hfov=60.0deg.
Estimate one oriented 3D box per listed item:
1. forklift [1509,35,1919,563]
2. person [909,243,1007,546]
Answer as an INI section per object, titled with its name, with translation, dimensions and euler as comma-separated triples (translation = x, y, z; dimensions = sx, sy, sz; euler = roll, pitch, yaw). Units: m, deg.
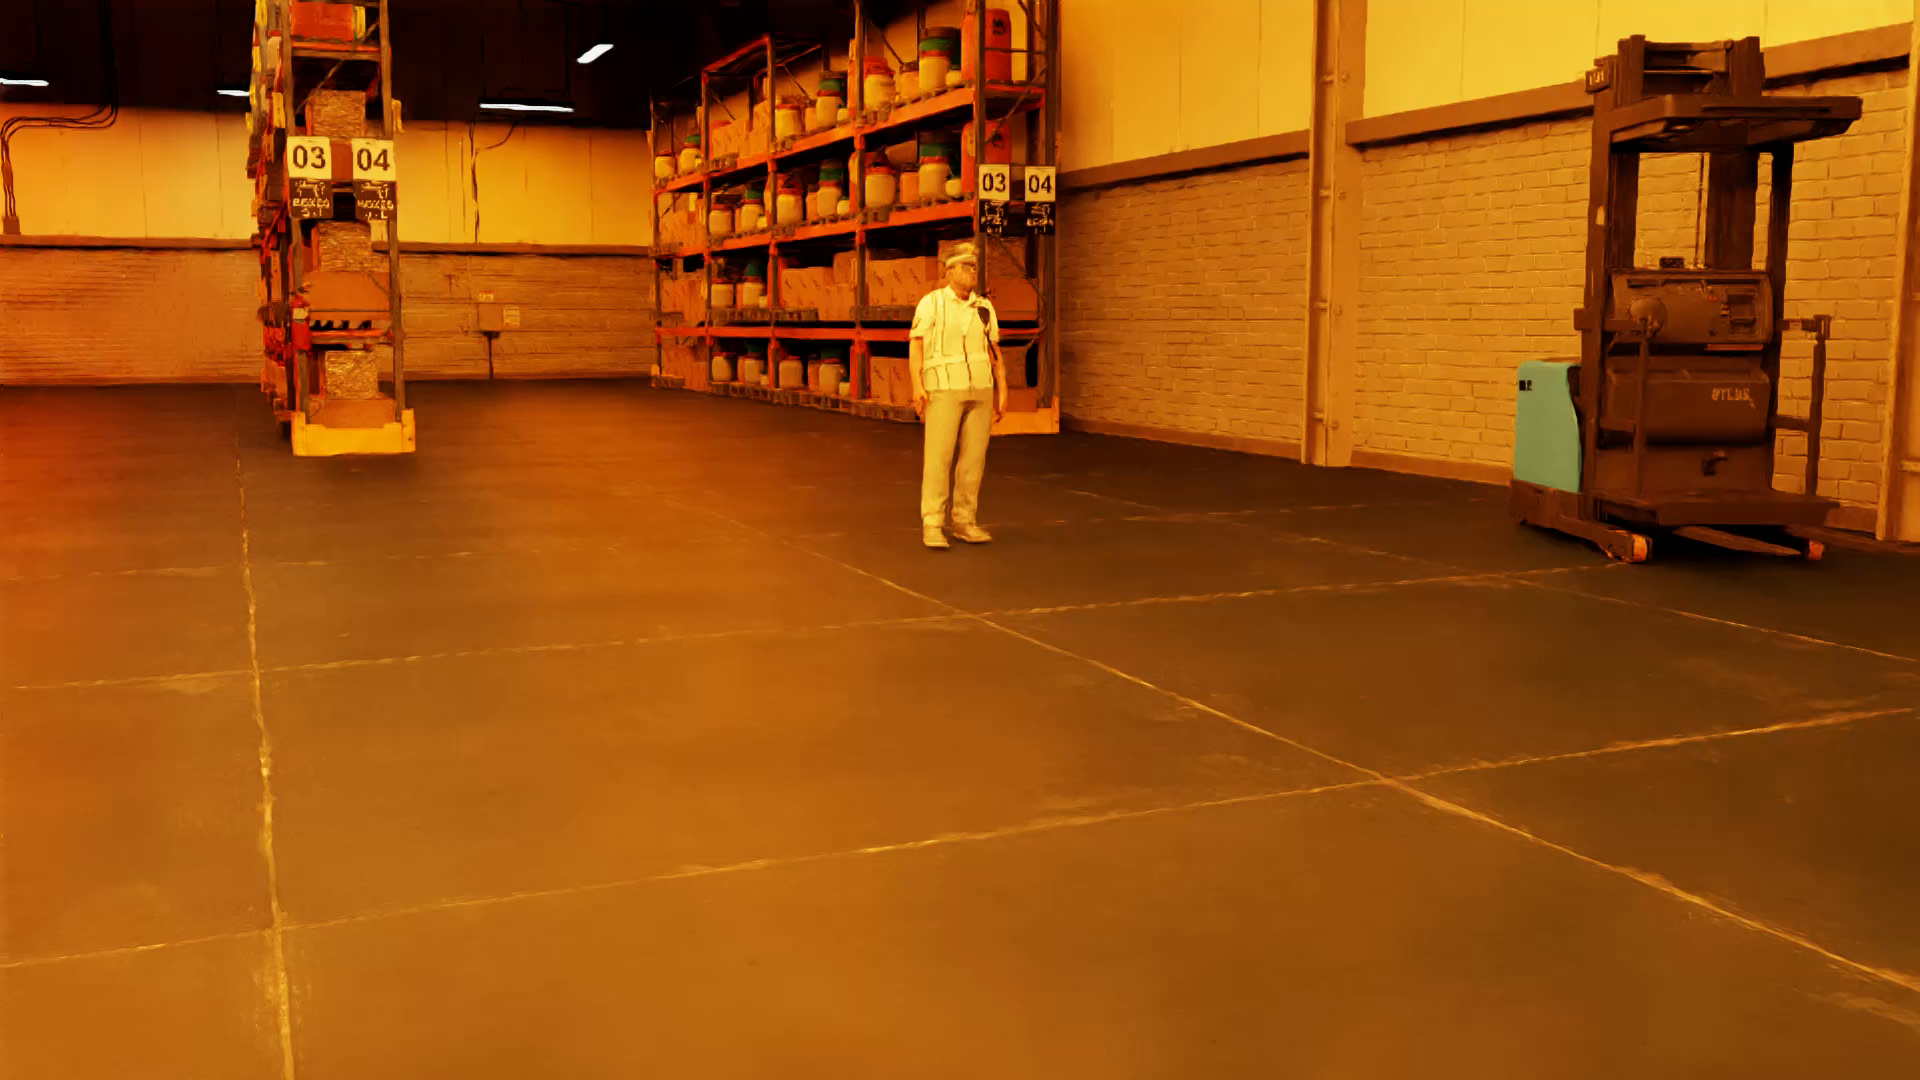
[forklift]
translation = 4.197, -1.365, 9.295
dimensions = 1.130, 2.935, 3.031
euler = 0, 8, -4
[person]
translation = 0.020, -0.881, 9.961
dimensions = 0.640, 1.781, 0.574
euler = -3, 8, -23
